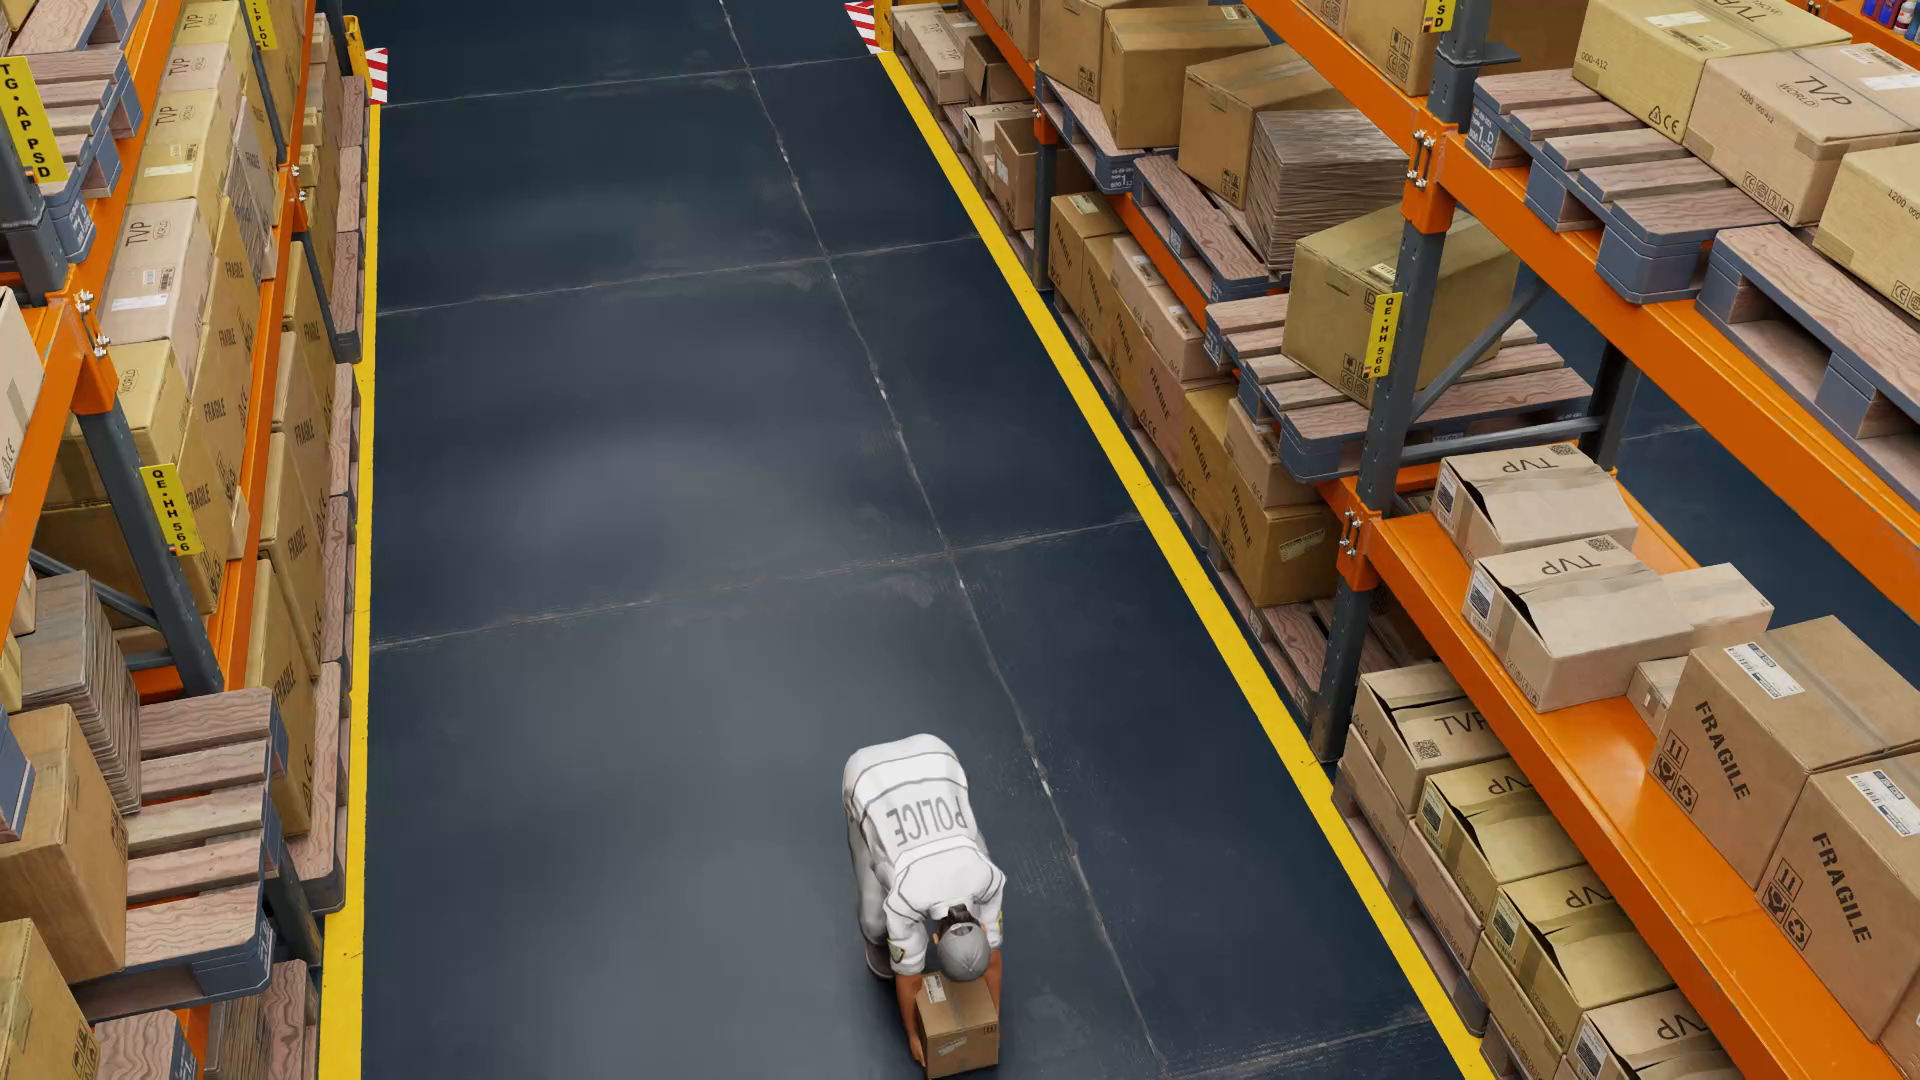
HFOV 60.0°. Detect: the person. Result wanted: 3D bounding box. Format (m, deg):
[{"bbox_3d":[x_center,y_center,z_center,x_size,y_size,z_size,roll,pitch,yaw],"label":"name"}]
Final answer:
[{"bbox_3d":[-0.104,1.235,5.783,0.520,0.886,0.936,-11,40,-14],"label":"person"}]
